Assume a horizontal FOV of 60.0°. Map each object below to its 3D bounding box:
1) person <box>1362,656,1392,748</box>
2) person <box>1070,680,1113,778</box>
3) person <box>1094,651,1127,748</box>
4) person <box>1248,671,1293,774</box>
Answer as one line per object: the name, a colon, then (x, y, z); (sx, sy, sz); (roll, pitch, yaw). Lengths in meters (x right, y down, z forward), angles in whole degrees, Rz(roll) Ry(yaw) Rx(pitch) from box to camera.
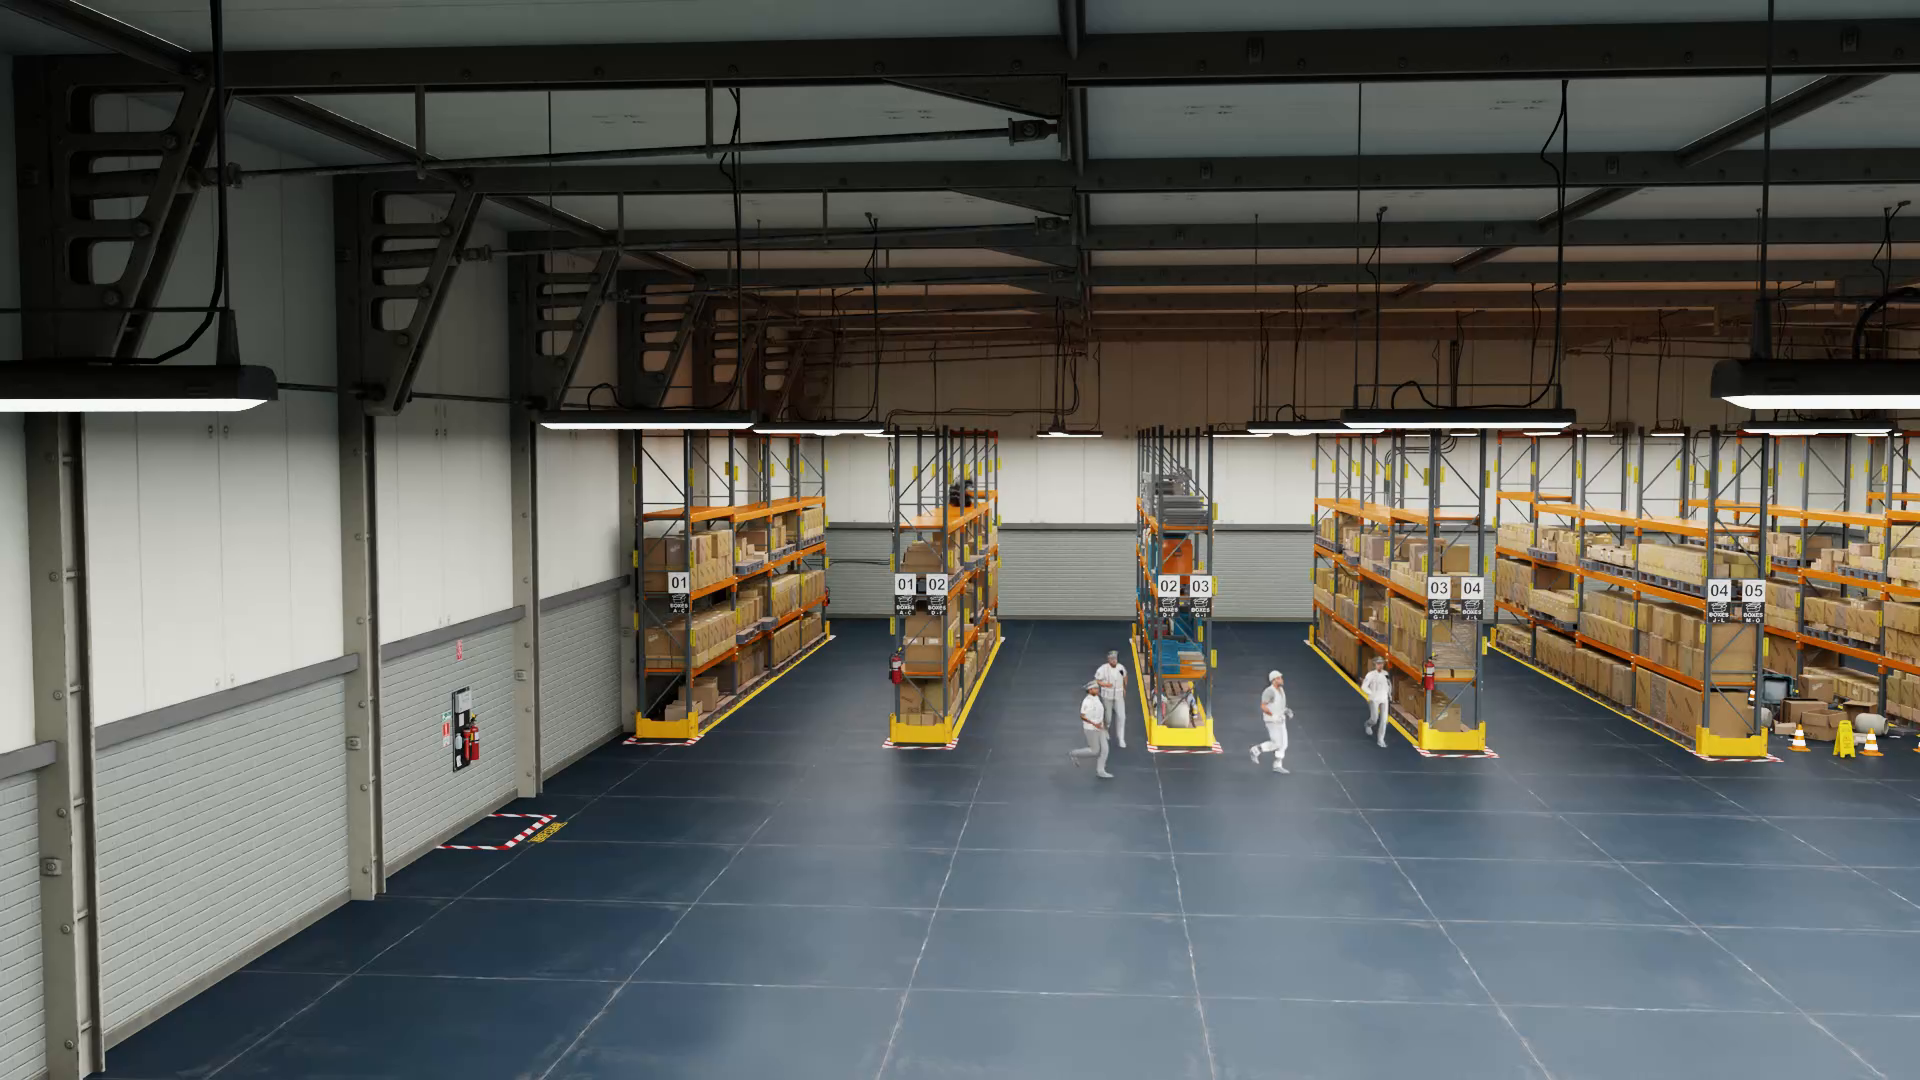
person: (7.869, 3.018, 31.308); (0.619, 1.678, 0.809); (0, 3, -6)
person: (2.264, 3.198, 28.313); (0.768, 1.660, 0.593); (2, 4, 31)
person: (2.854, 2.967, 31.301); (0.690, 1.811, 0.941); (0, 3, -8)
person: (5.390, 3.128, 28.743); (0.700, 1.765, 0.658); (3, 4, 36)
